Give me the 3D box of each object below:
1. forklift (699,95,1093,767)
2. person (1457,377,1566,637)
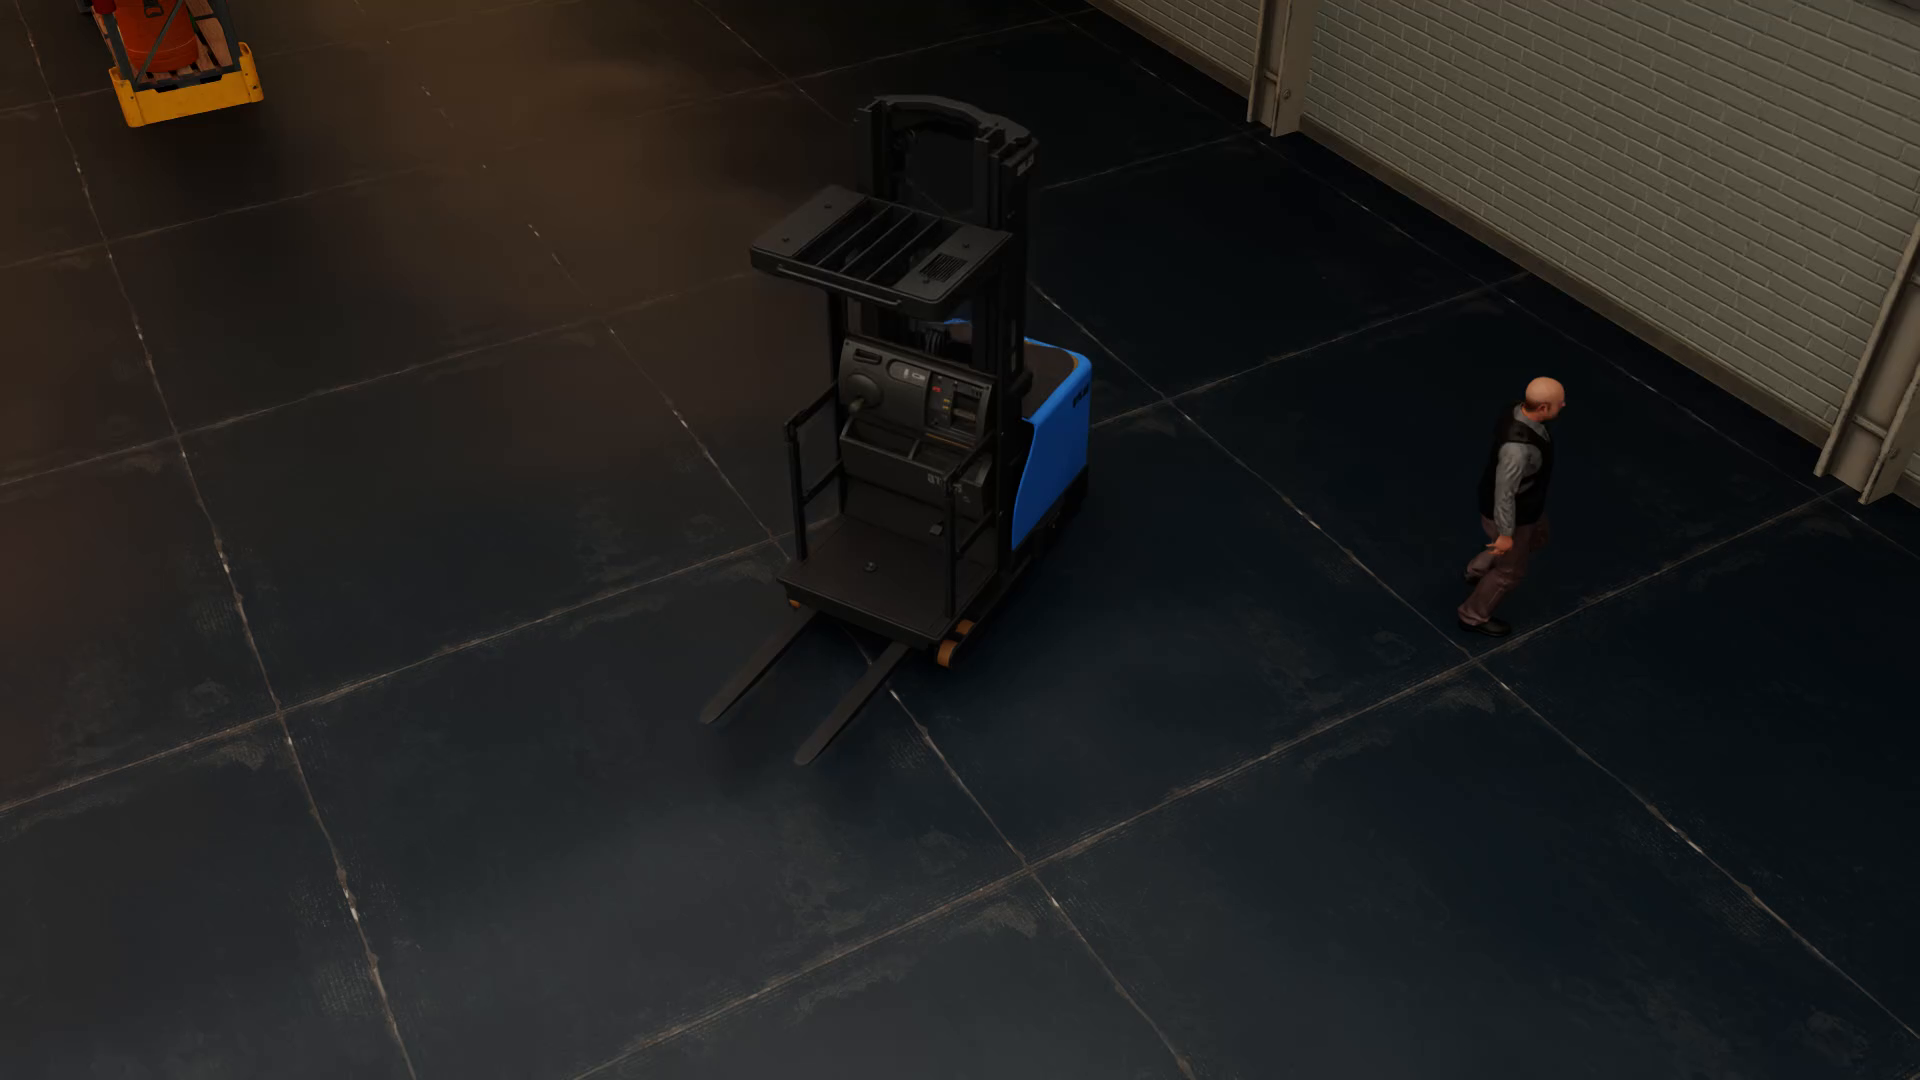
[{"bbox_3d":[-0.353,-0.735,8.922,1.130,2.935,3.031,20,44,22],"label":"forklift"},{"bbox_3d":[3.111,-0.183,9.223,0.473,1.698,0.667,8,40,10],"label":"person"}]
